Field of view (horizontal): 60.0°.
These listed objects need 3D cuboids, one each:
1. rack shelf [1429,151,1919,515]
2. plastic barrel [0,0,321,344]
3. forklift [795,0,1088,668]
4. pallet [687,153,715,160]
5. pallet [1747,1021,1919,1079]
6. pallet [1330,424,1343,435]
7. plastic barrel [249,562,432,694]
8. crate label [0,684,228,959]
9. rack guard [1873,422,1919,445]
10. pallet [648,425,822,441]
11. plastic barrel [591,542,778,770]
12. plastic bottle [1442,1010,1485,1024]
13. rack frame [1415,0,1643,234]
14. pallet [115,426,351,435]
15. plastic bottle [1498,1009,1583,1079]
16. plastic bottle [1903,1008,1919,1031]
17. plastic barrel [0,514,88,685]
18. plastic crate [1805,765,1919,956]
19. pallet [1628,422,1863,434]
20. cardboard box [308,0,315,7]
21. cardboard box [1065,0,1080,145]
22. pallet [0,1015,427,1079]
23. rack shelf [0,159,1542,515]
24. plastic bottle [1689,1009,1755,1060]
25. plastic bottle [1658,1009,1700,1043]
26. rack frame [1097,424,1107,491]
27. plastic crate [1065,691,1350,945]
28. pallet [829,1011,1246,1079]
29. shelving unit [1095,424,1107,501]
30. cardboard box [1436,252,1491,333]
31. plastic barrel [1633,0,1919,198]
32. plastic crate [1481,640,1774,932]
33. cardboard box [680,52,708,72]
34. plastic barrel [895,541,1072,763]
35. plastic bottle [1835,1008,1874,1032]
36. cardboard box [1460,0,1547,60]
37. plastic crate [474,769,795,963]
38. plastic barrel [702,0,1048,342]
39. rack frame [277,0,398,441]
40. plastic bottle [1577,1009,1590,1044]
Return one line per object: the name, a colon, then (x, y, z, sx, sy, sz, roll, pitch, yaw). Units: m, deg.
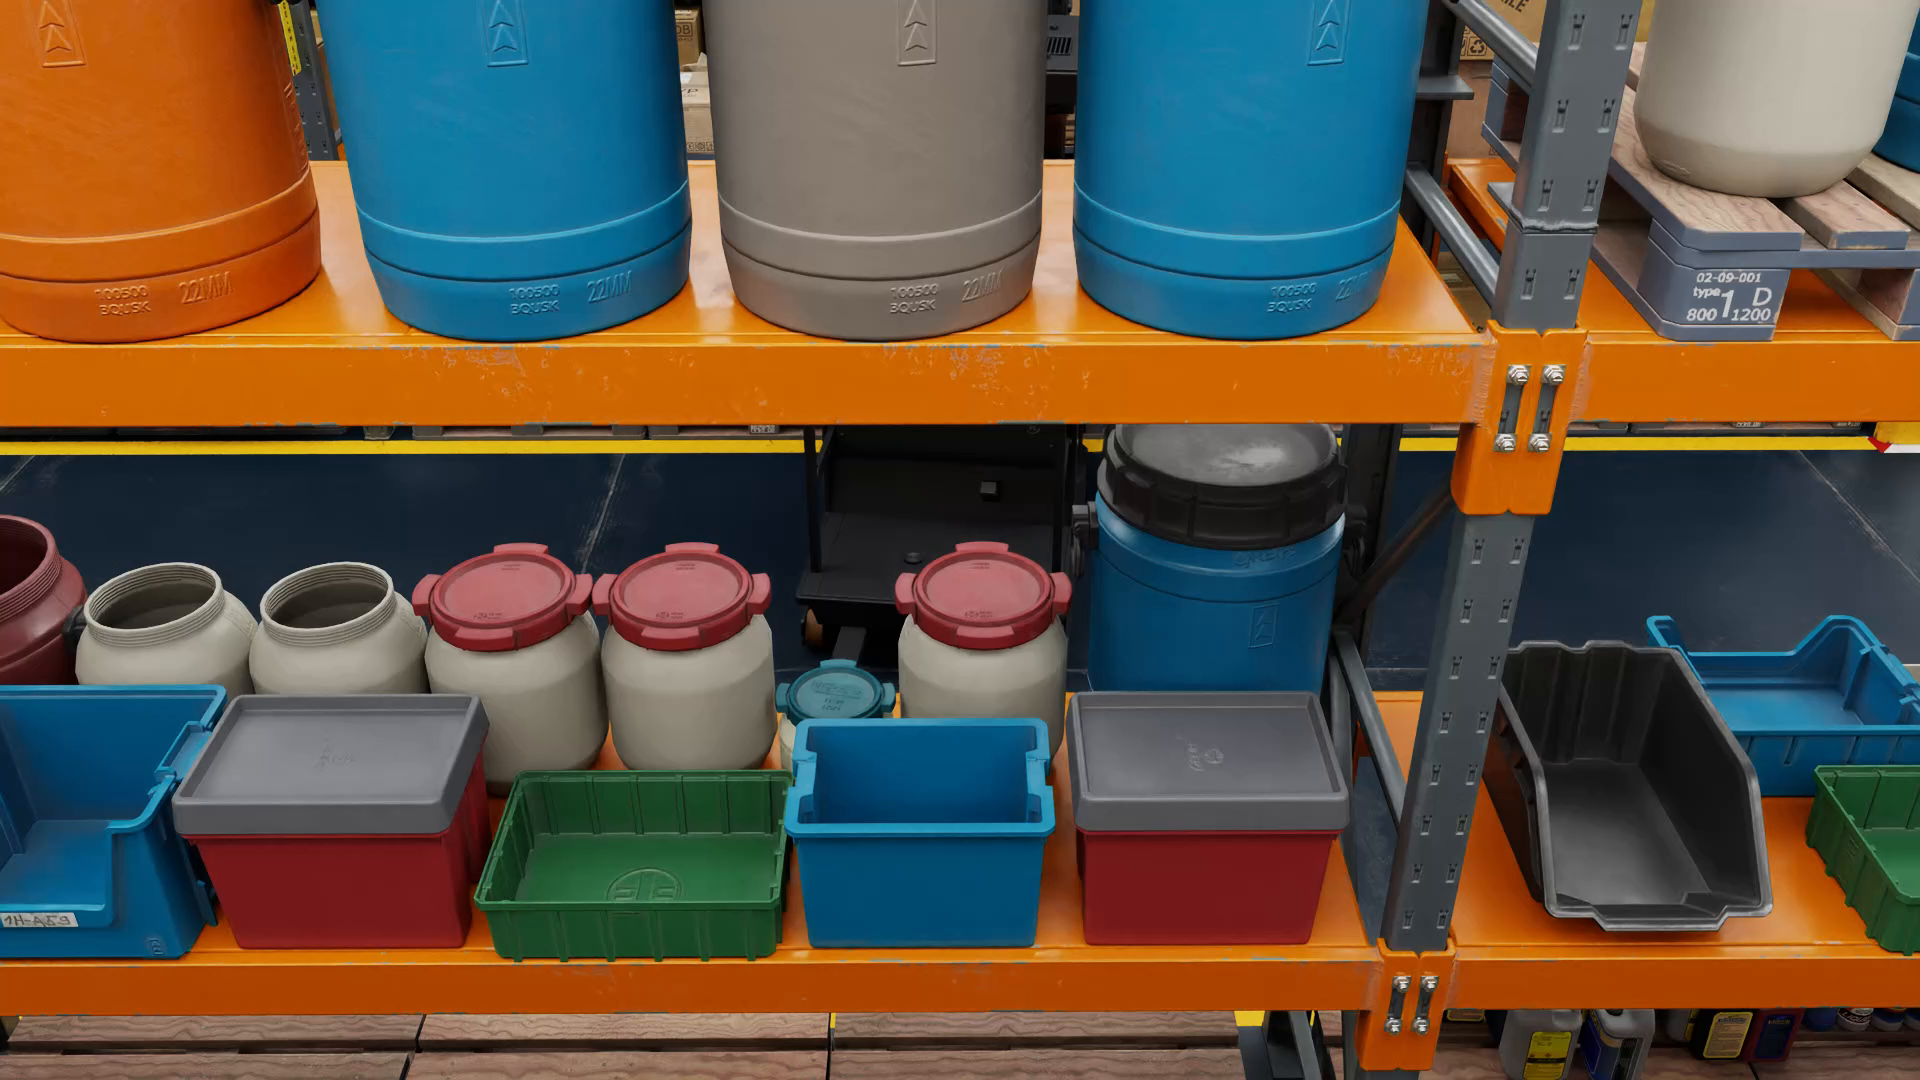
rack shelf: (3.015, -0.477, 3.446, 4.000, 0.370, 1.077, 0, 31, 0)
plastic barrel: (-1.508, -0.842, 2.939, 0.708, 0.830, 0.600, 0, 31, 0)
forklift: (-0.072, -0.931, 6.458, 1.130, 2.935, 3.031, 3, 31, 6)
pallet: (-1.035, -1.998, 8.336, 1.213, 0.211, 1.003, 0, 31, 0)
pallet: (2.910, 1.710, 4.727, 1.213, 0.211, 1.003, 0, 31, 0)
pallet: (1.657, -0.893, 9.019, 1.213, 0.211, 1.003, 0, 31, 0)
plastic barrel: (-1.536, 0.353, 4.168, 0.421, 0.512, 0.421, 0, 31, 0)
crate label: (-1.990, 0.639, 3.772, 0.616, 0.435, 0.502, 0, 31, 0)
rack guard: (4.909, -1.009, 8.931, 0.348, 0.500, 1.175, 0, 31, 0)
pallet: (-1.016, -0.864, 8.971, 1.213, 0.211, 1.003, 0, 31, 0)
plastic barrel: (-0.676, 0.337, 4.171, 0.433, 0.535, 0.433, 0, 31, 0)
plastic bottle: (1.494, 1.305, 4.902, 0.133, 0.283, 0.061, 1, 31, 2)
rack frame: (1.015, -2.061, 2.471, 0.127, 3.000, 1.000, 0, 31, 0)
pallet: (-3.803, -0.897, 9.025, 1.213, 0.211, 1.003, 0, 31, 0)
plastic bottle: (1.658, 1.372, 4.727, 0.185, 0.351, 0.144, 0, 31, 0)
plastic bottle: (2.858, 1.315, 4.897, 0.097, 0.271, 0.097, 0, 31, 0)
plastic barrel: (-2.522, 0.300, 4.233, 0.708, 0.536, 0.600, 0, 31, 0)
plastic crate: (2.374, 0.737, 3.848, 0.662, 0.188, 0.450, 0, 31, 0)
pallet: (4.097, -0.901, 9.032, 1.213, 0.211, 1.003, 0, 31, 0)
cardboard box: (-5.160, -3.912, 12.588, 0.500, 0.250, 0.500, 1, 31, 2)
cardboard box: (0.190, -2.571, 8.113, 1.000, 1.000, 1.000, 0, 31, 0)
pallet: (-2.210, 1.726, 4.701, 1.213, 0.211, 1.003, 0, 31, 0)
rack shelf: (-0.985, -0.465, 3.426, 4.000, 0.370, 1.077, 0, 31, 0)
plastic bottle: (2.199, 1.377, 4.783, 0.133, 0.283, 0.061, 0, 31, 0)
plastic bottle: (2.172, 1.295, 4.853, 0.185, 0.351, 0.144, 0, 31, -1)
rack frame: (0.881, -0.889, 7.160, 0.400, 2.100, 0.015, 17, 38, 17)
plastic crate: (0.533, 0.637, 3.747, 0.583, 0.464, 0.402, 0, 31, 0)
pallet: (0.230, 1.719, 4.714, 1.213, 0.211, 1.003, 0, 31, 0)
shelving unit: (0.977, -1.016, 7.344, 0.431, 2.100, 0.503, 17, 38, 17)
cardboard box: (2.579, -1.205, 8.849, 0.500, 0.500, 0.500, -3, 31, -5)
plastic barrel: (1.447, -0.905, 2.946, 0.421, 0.512, 0.421, 0, 31, 0)
plastic crate: (1.540, 0.595, 3.938, 0.504, 0.338, 0.767, 0, 31, 0)
cardboard box: (-1.349, -2.320, 8.407, 0.258, 0.266, 0.396, -1, 31, -2)
plastic barrel: (0.057, 0.335, 4.175, 0.433, 0.535, 0.433, 0, 31, 0)
plastic bottle: (2.658, 1.346, 4.914, 0.097, 0.201, 0.097, 0, 31, 0)
cardboard box: (2.437, -2.536, 7.690, 0.500, 0.500, 0.500, 0, 31, 0)
plastic crate: (-0.725, 0.747, 3.832, 0.662, 0.188, 0.450, 0, 31, 0)
plastic barrel: (-0.146, -0.876, 2.928, 0.600, 0.901, 0.600, 0, 31, 0)
rack frame: (-3.015, -2.053, 8.241, 0.127, 3.000, 1.000, 0, 31, 0)
plastic bottle: (1.849, 1.296, 4.851, 0.185, 0.351, 0.144, -2, 31, -3)
